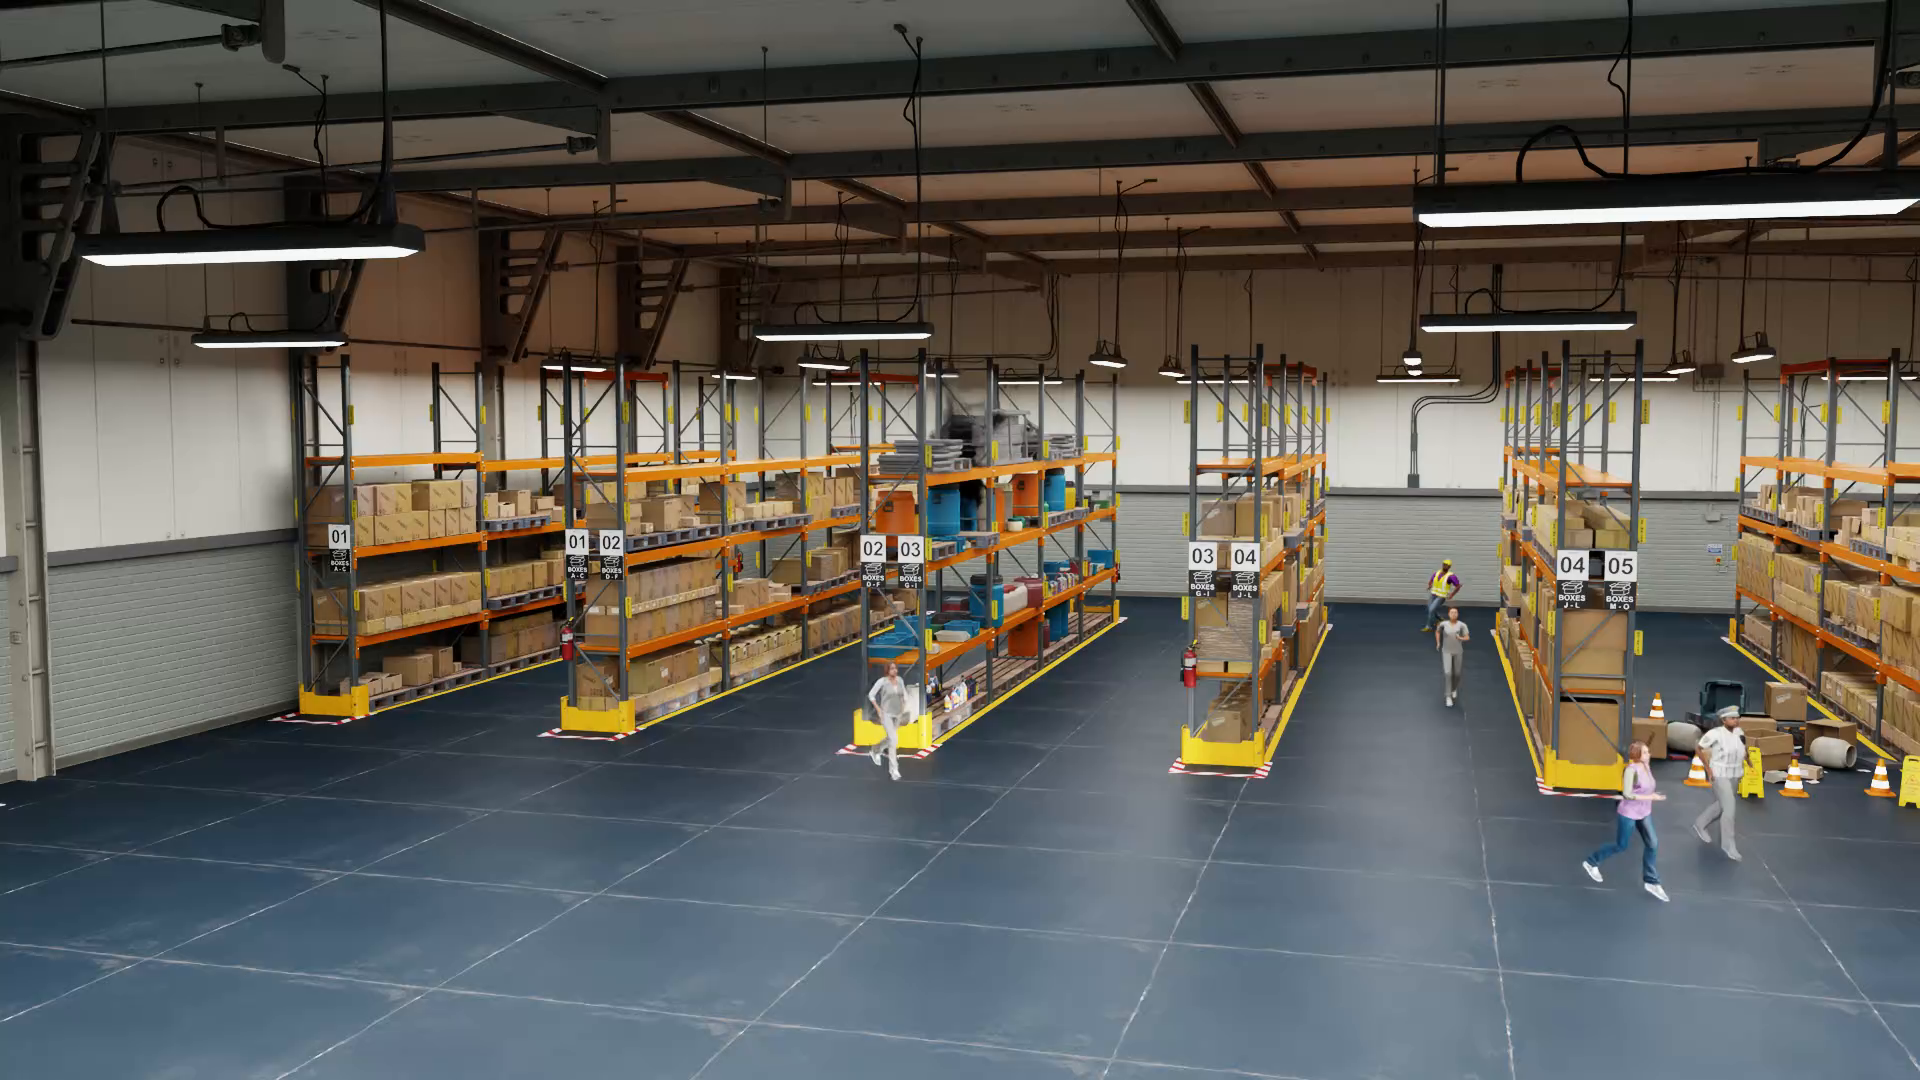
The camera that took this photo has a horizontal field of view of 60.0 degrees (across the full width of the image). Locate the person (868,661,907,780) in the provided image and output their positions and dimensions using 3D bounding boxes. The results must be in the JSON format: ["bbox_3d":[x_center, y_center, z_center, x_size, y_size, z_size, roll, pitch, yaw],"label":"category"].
[{"bbox_3d":[-1.000,2.472,23.163,0.547,1.619,0.777,-3,5,-38],"label":"person"}]

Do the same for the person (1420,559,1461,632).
[{"bbox_3d":[11.014,1.290,38.244,0.744,1.693,0.775,-2,5,-30],"label":"person"}]

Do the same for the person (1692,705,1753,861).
[{"bbox_3d":[8.741,2.724,19.075,0.576,1.735,0.815,-2,5,-22],"label":"person"}]

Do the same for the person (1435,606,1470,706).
[{"bbox_3d":[8.540,1.979,28.850,0.557,1.674,0.947,1,4,12],"label":"person"}]

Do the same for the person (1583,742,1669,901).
[{"bbox_3d":[7.015,2.944,17.431,0.549,1.523,0.874,-3,5,-37],"label":"person"}]
